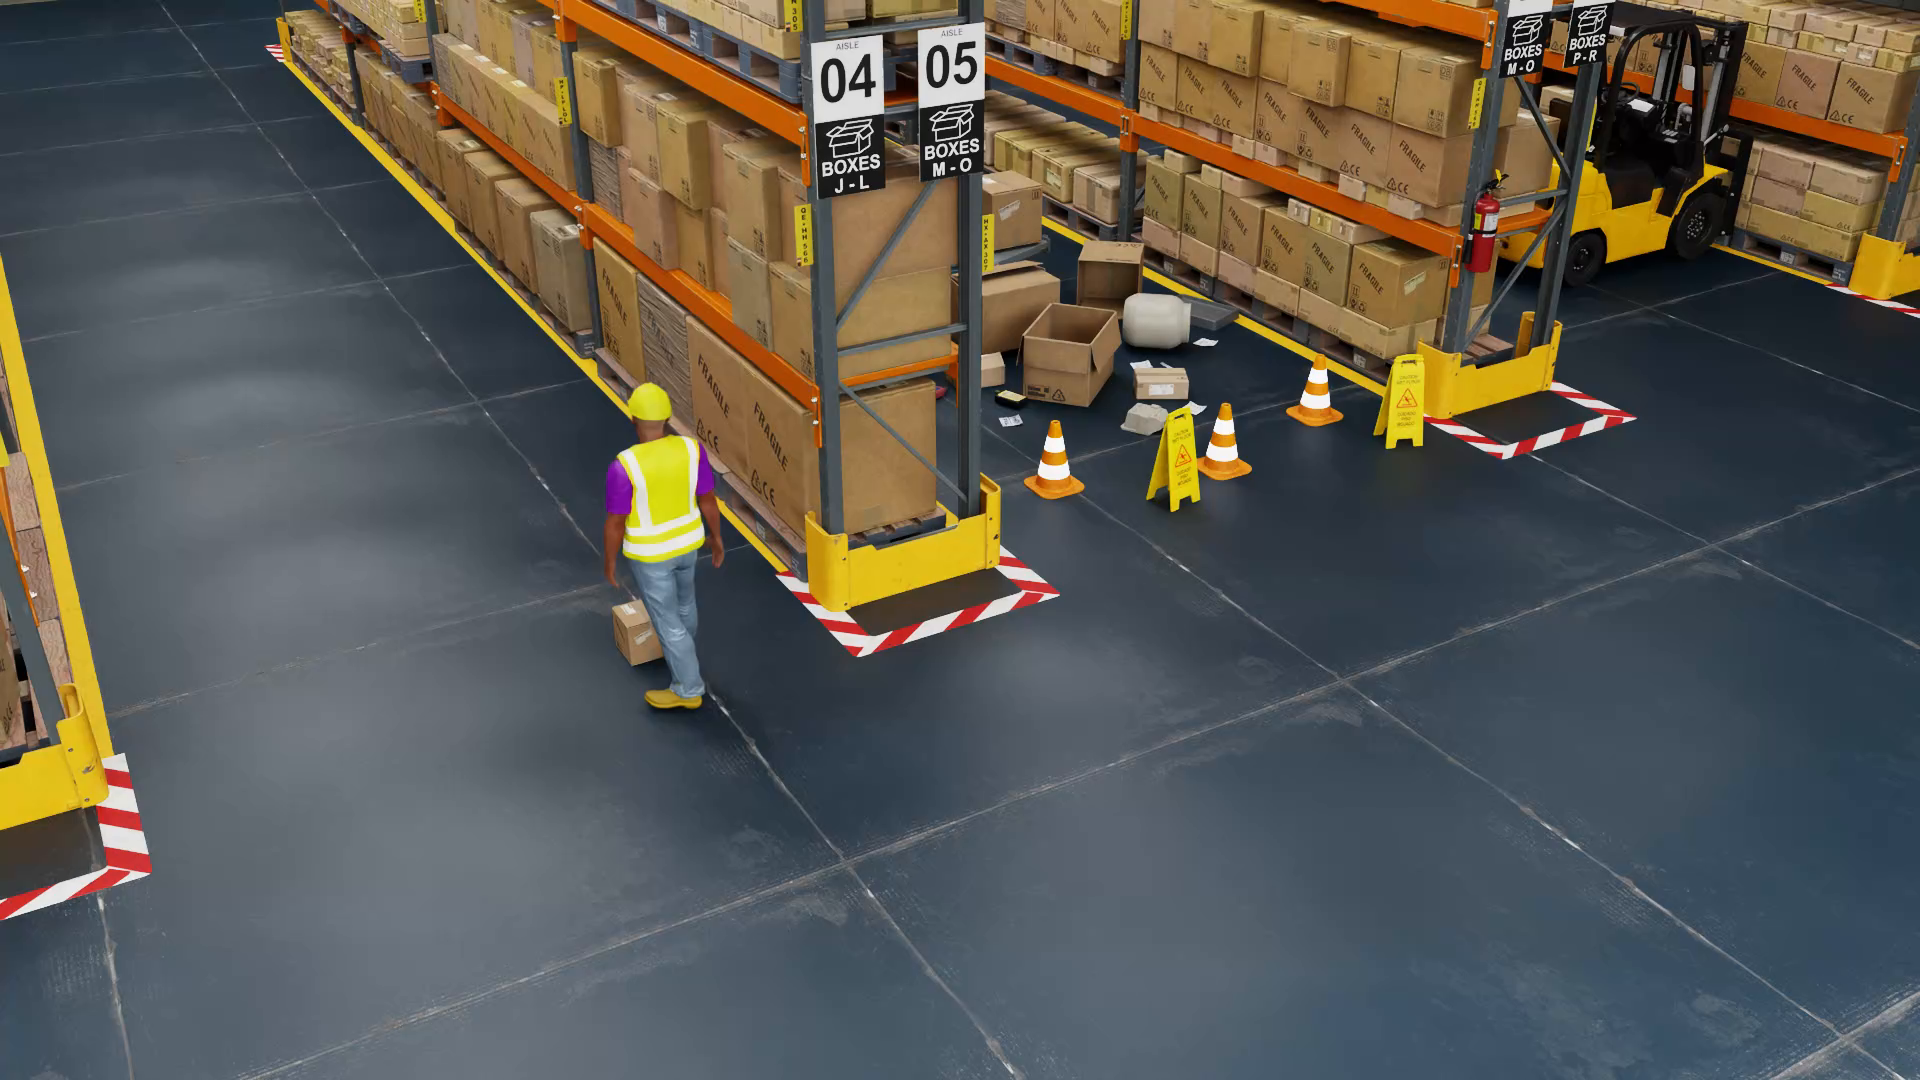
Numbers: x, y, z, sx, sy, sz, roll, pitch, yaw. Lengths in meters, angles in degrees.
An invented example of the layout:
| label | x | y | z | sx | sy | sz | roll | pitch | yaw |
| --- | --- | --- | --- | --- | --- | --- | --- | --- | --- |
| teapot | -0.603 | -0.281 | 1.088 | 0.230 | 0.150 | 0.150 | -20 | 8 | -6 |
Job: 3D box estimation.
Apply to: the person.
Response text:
| label | x | y | z | sx | sy | sz | roll | pitch | yaw |
| --- | --- | --- | --- | --- | --- | --- | --- | --- | --- |
| person | -1.573 | 0.004 | 8.518 | 0.601 | 1.758 | 0.643 | -25 | 37 | -37 |
